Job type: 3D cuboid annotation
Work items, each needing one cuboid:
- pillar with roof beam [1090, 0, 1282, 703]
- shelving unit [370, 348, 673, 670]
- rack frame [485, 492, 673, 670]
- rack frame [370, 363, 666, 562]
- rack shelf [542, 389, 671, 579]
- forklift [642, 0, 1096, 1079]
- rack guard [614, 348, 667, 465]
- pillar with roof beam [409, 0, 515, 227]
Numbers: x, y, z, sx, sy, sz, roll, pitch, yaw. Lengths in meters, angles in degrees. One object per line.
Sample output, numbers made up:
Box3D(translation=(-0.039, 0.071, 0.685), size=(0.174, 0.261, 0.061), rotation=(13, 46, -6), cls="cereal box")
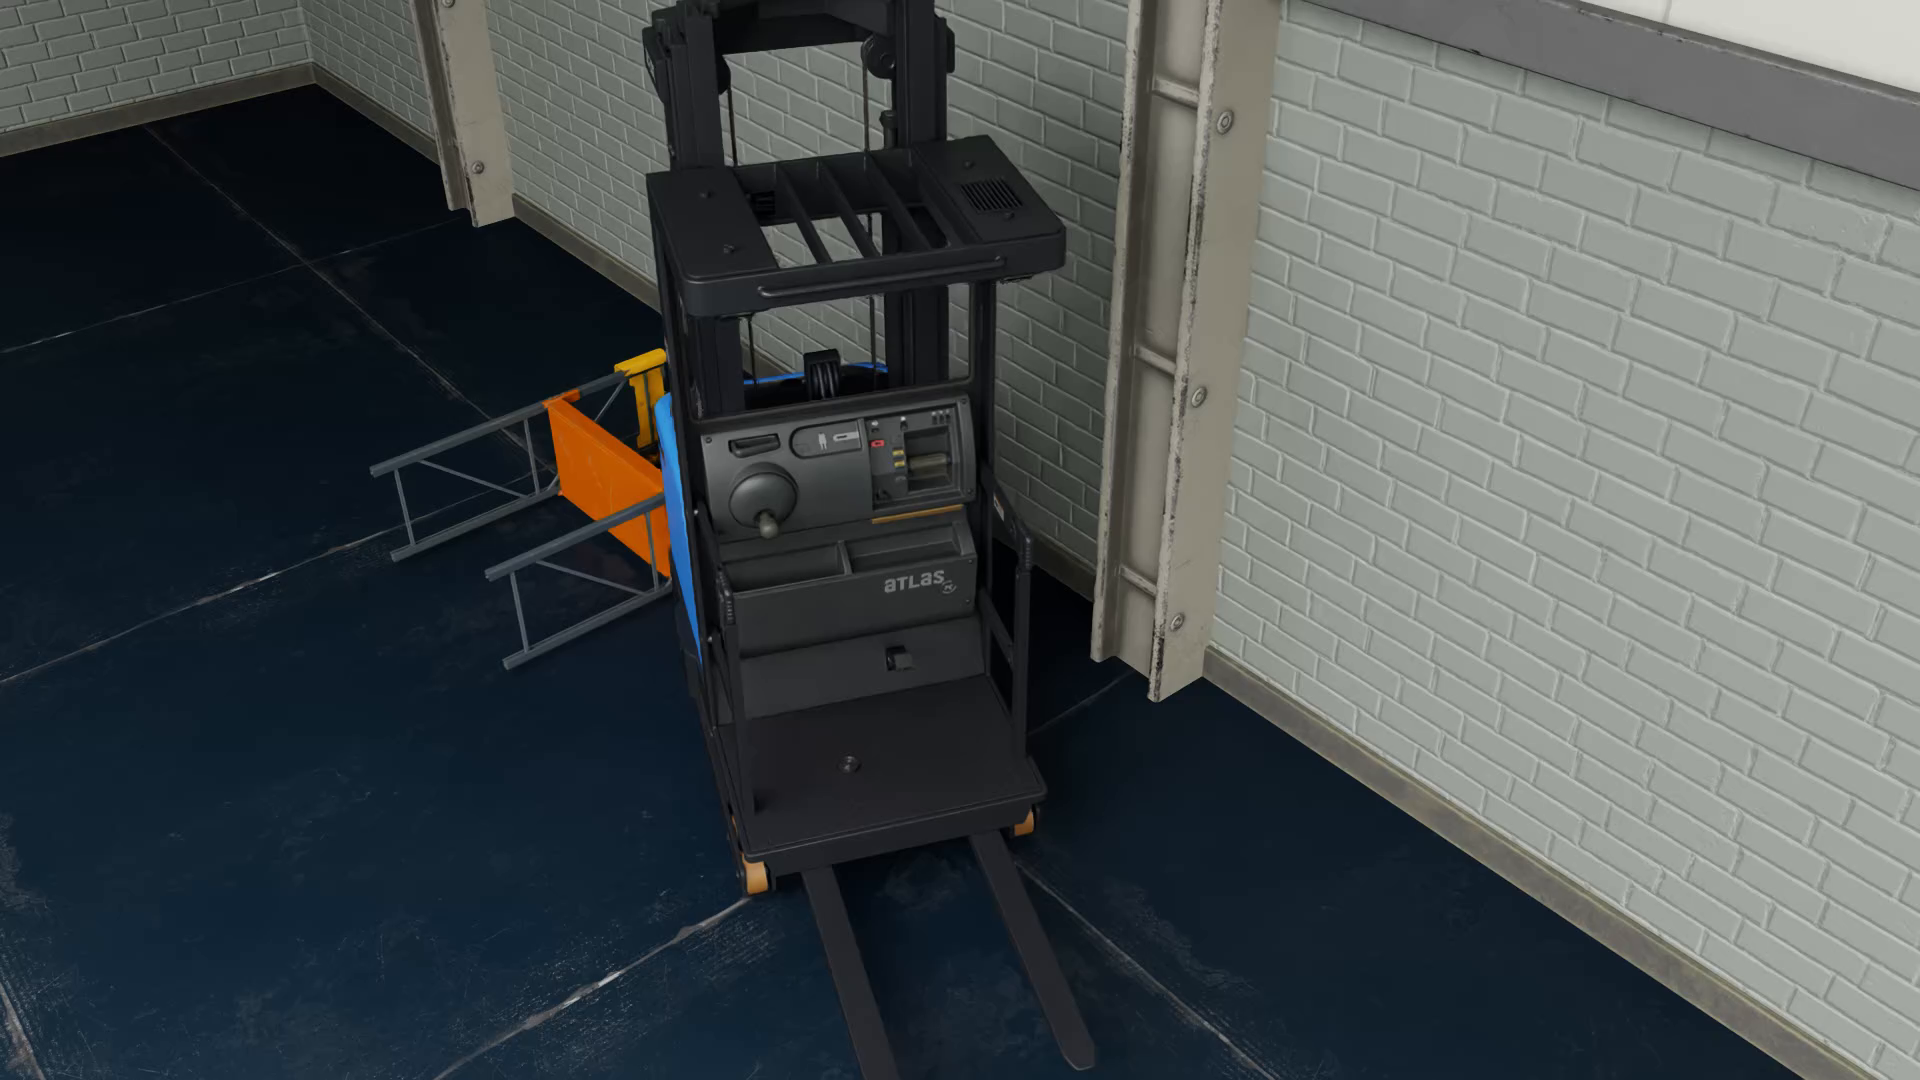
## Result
Box3D(translation=(-2.496, -1.543, 2.143), size=(9.100, 9.000, 0.400), rotation=(-26, 43, -32), cls="pillar with roof beam")
Box3D(translation=(-1.656, -0.174, 7.465), size=(1.500, 0.587, 1.083), rotation=(-27, 44, -33), cls="shelving unit")
Box3D(translation=(-1.323, 0.041, 7.162), size=(1.500, 0.500, 0.032), rotation=(-27, 44, -33), cls="rack frame")
Box3D(translation=(-2.001, -0.397, 7.780), size=(1.500, 0.500, 0.032), rotation=(-27, 44, -33), cls="rack frame")
Box3D(translation=(-1.528, -0.247, 7.569), size=(0.185, 0.538, 1.000), rotation=(-27, 44, -33), cls="rack shelf")
Box3D(translation=(-0.340, -0.186, 5.477), size=(1.130, 2.935, 3.031), rotation=(-10, 36, -14), cls="forklift")
Box3D(translation=(-1.523, -0.630, 8.108), size=(0.250, 0.587, 0.087), rotation=(-27, 44, -33), cls="rack guard")
Box3D(translation=(-6.368, -4.192, 5.883), size=(9.100, 9.000, 0.400), rotation=(-26, 43, -32), cls="pillar with roof beam")
